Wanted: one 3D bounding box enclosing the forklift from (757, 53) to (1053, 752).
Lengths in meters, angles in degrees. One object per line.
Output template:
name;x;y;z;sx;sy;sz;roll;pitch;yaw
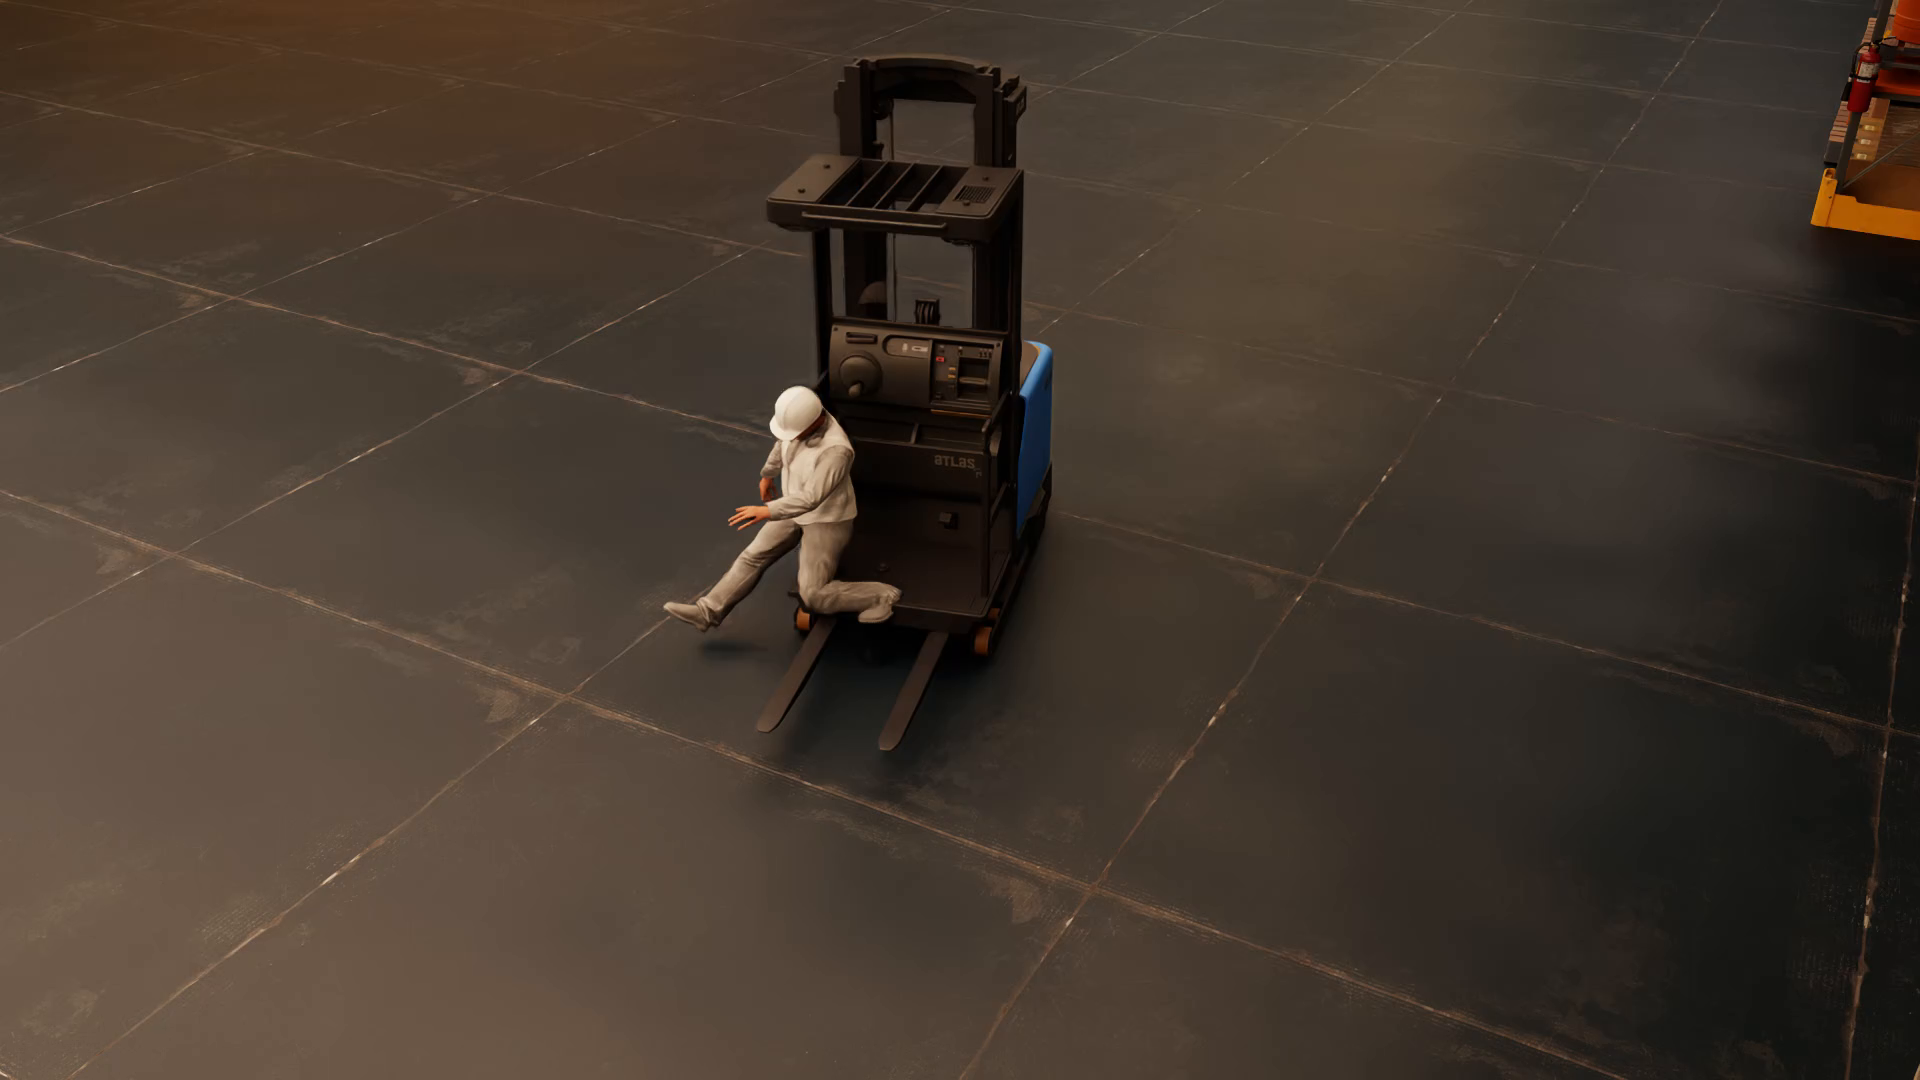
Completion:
forklift;-0.284;-0.857;8.555;1.130;2.935;3.031;7;31;12

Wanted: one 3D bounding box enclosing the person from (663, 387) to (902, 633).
person;-0.959;-0.116;8.608;1.105;1.477;0.965;-16;34;-25
